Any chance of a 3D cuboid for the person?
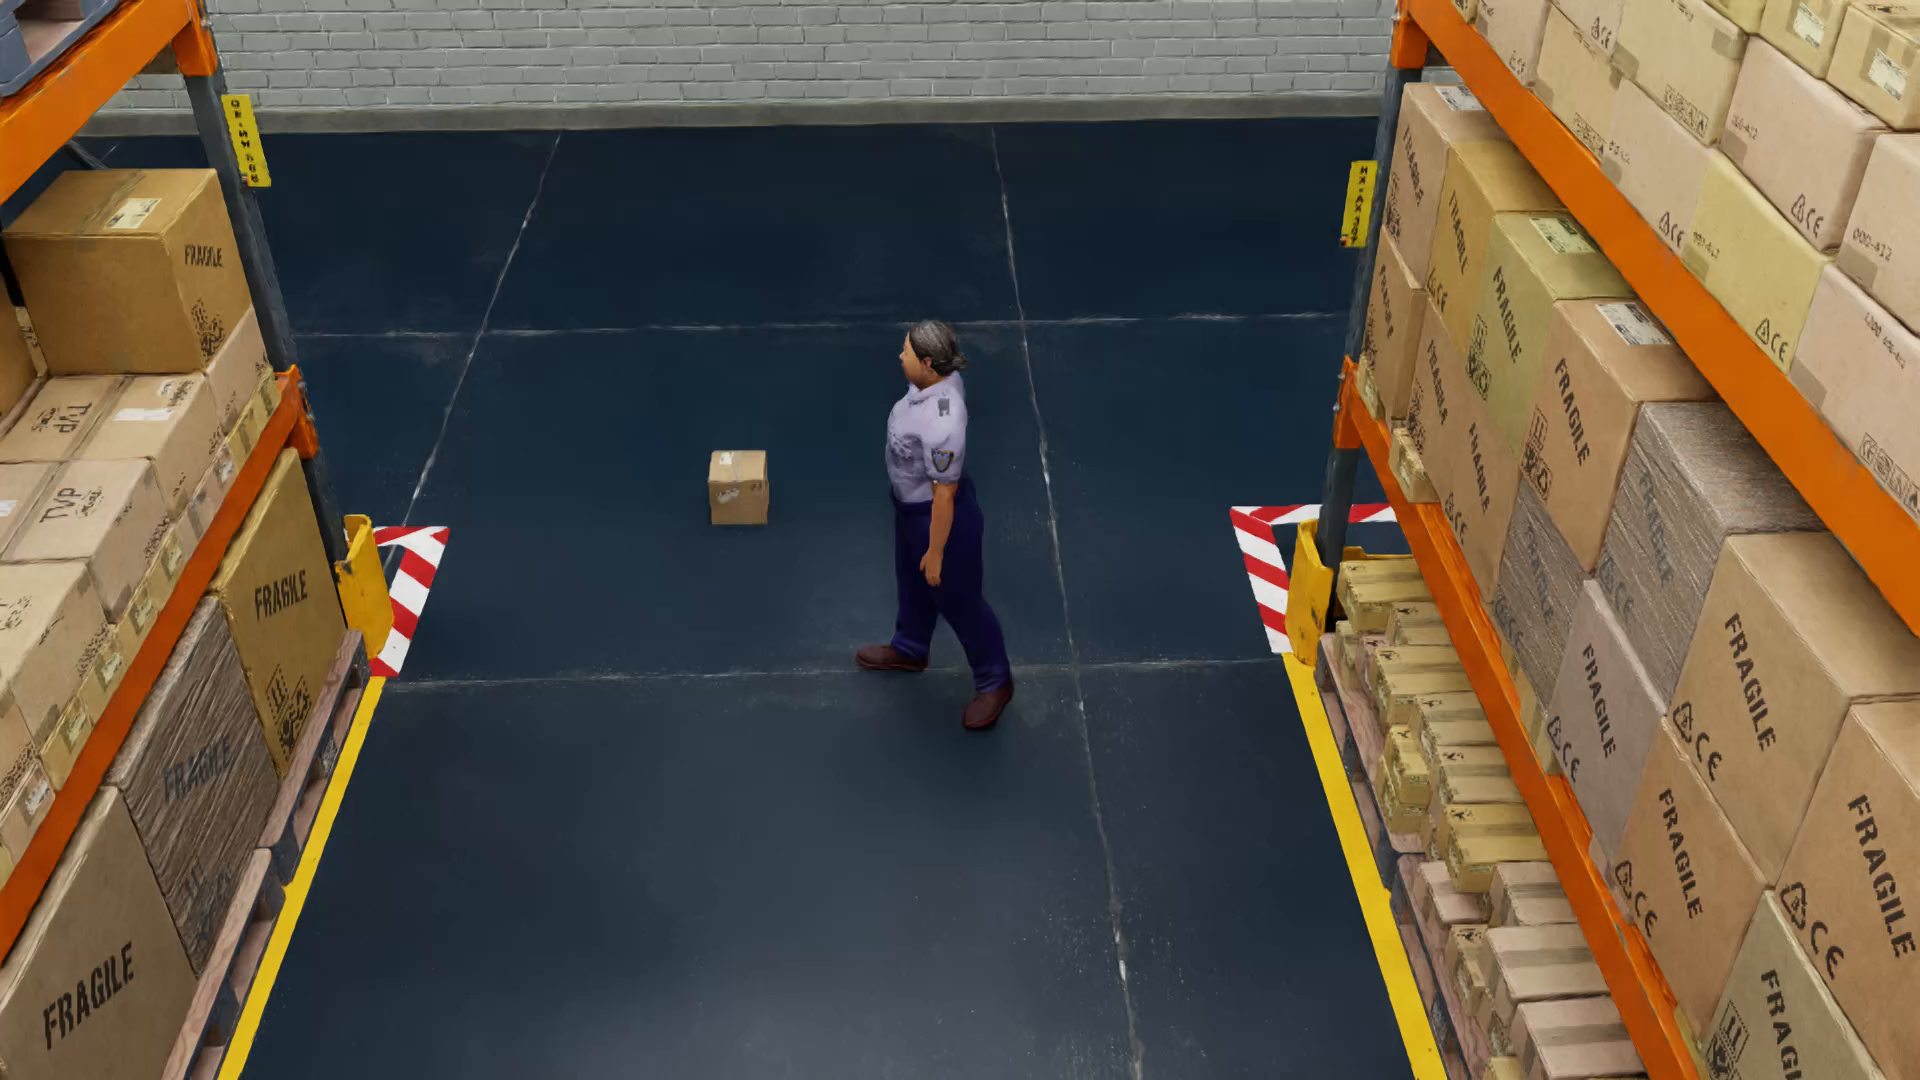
[{"bbox_3d":[-0.110,-0.108,6.296,0.607,1.634,0.700,-4,36,-6],"label":"person"}]
